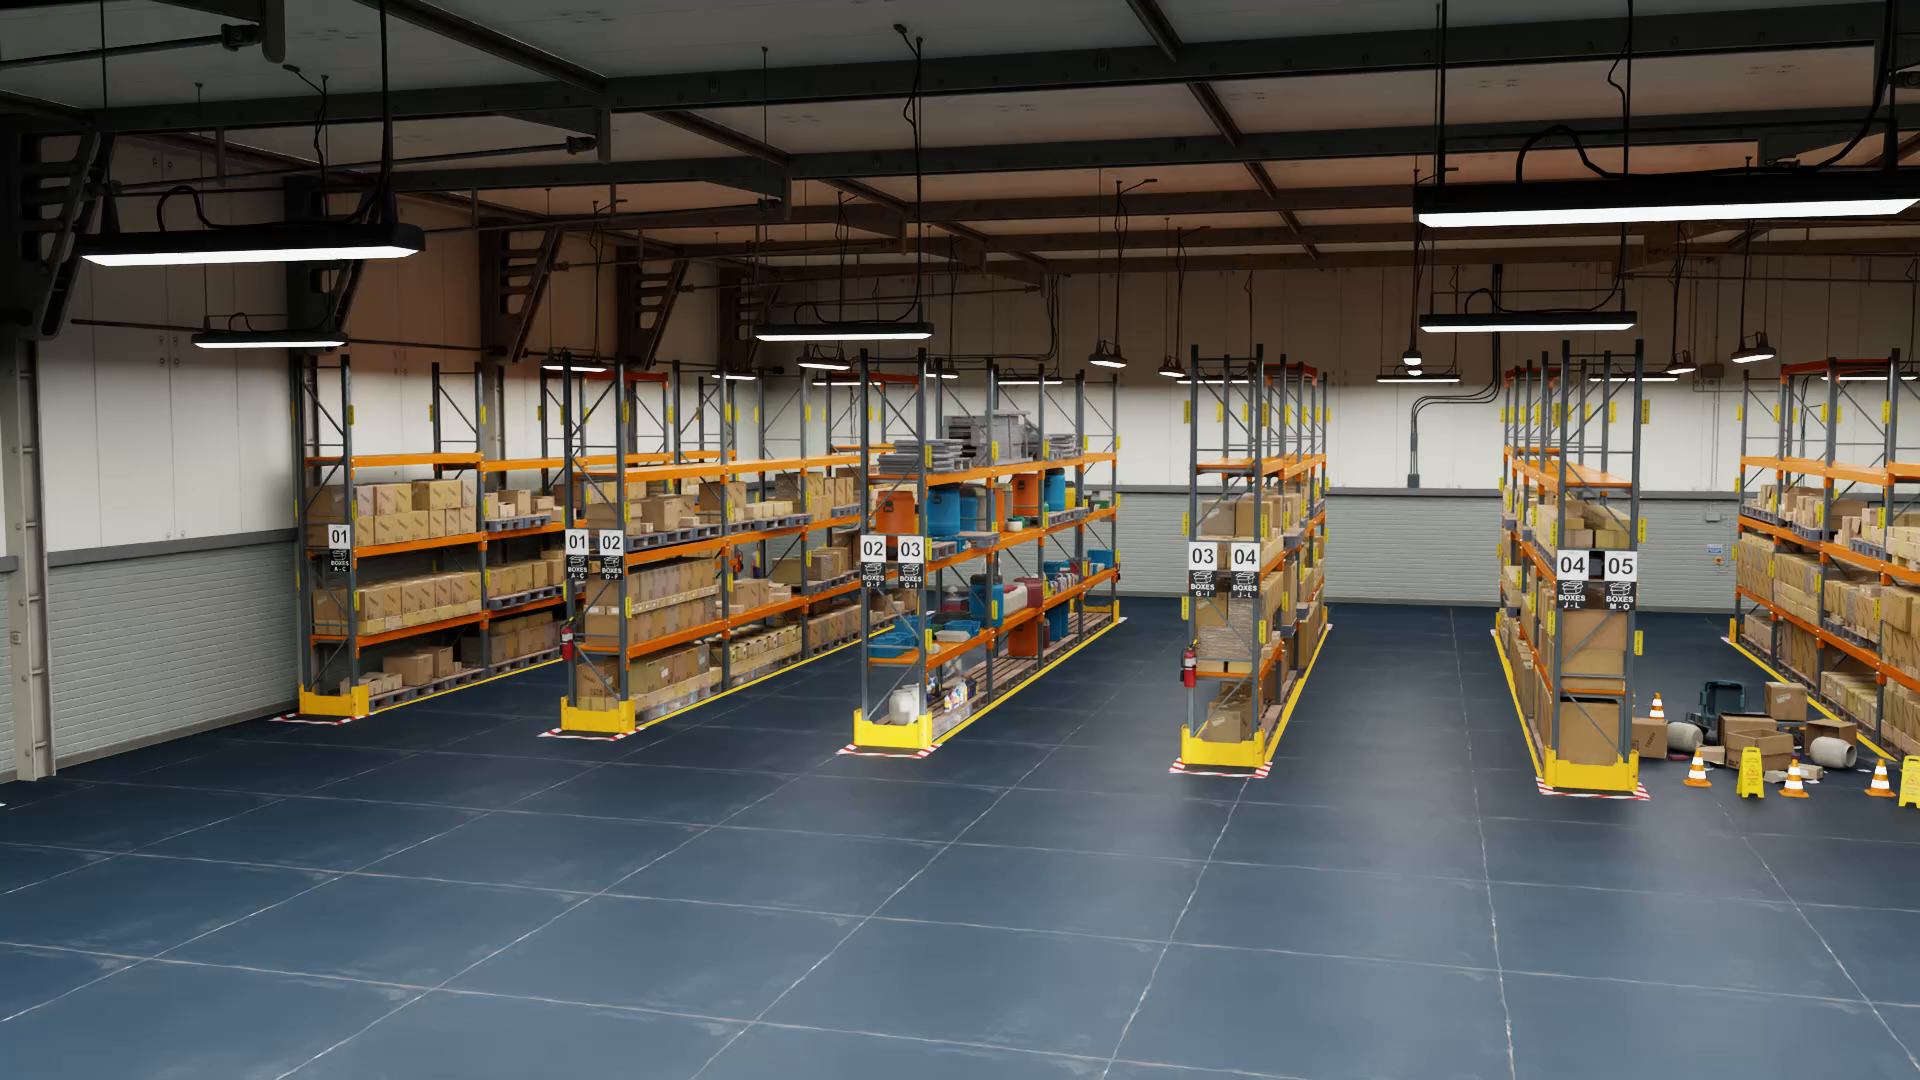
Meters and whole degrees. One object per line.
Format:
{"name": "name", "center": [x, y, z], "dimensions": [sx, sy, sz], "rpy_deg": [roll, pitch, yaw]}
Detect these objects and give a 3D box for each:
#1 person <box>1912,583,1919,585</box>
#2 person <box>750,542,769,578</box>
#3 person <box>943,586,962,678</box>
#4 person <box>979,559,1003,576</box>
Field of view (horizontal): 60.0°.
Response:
{"name": "person", "center": [19.367, 1.631, 33.758], "dimensions": [0.523, 1.682, 0.429], "rpy_deg": [-2, 5, -25]}
{"name": "person", "center": [-5.269, 0.896, 44.005], "dimensions": [0.452, 1.673, 0.509], "rpy_deg": [3, 5, 31]}
{"name": "person", "center": [-0.117, 1.688, 30.466], "dimensions": [0.505, 1.681, 0.432], "rpy_deg": [-2, 5, -28]}
{"name": "person", "center": [0.775, 1.020, 41.602], "dimensions": [0.568, 1.718, 1.079], "rpy_deg": [1, 4, 13]}
